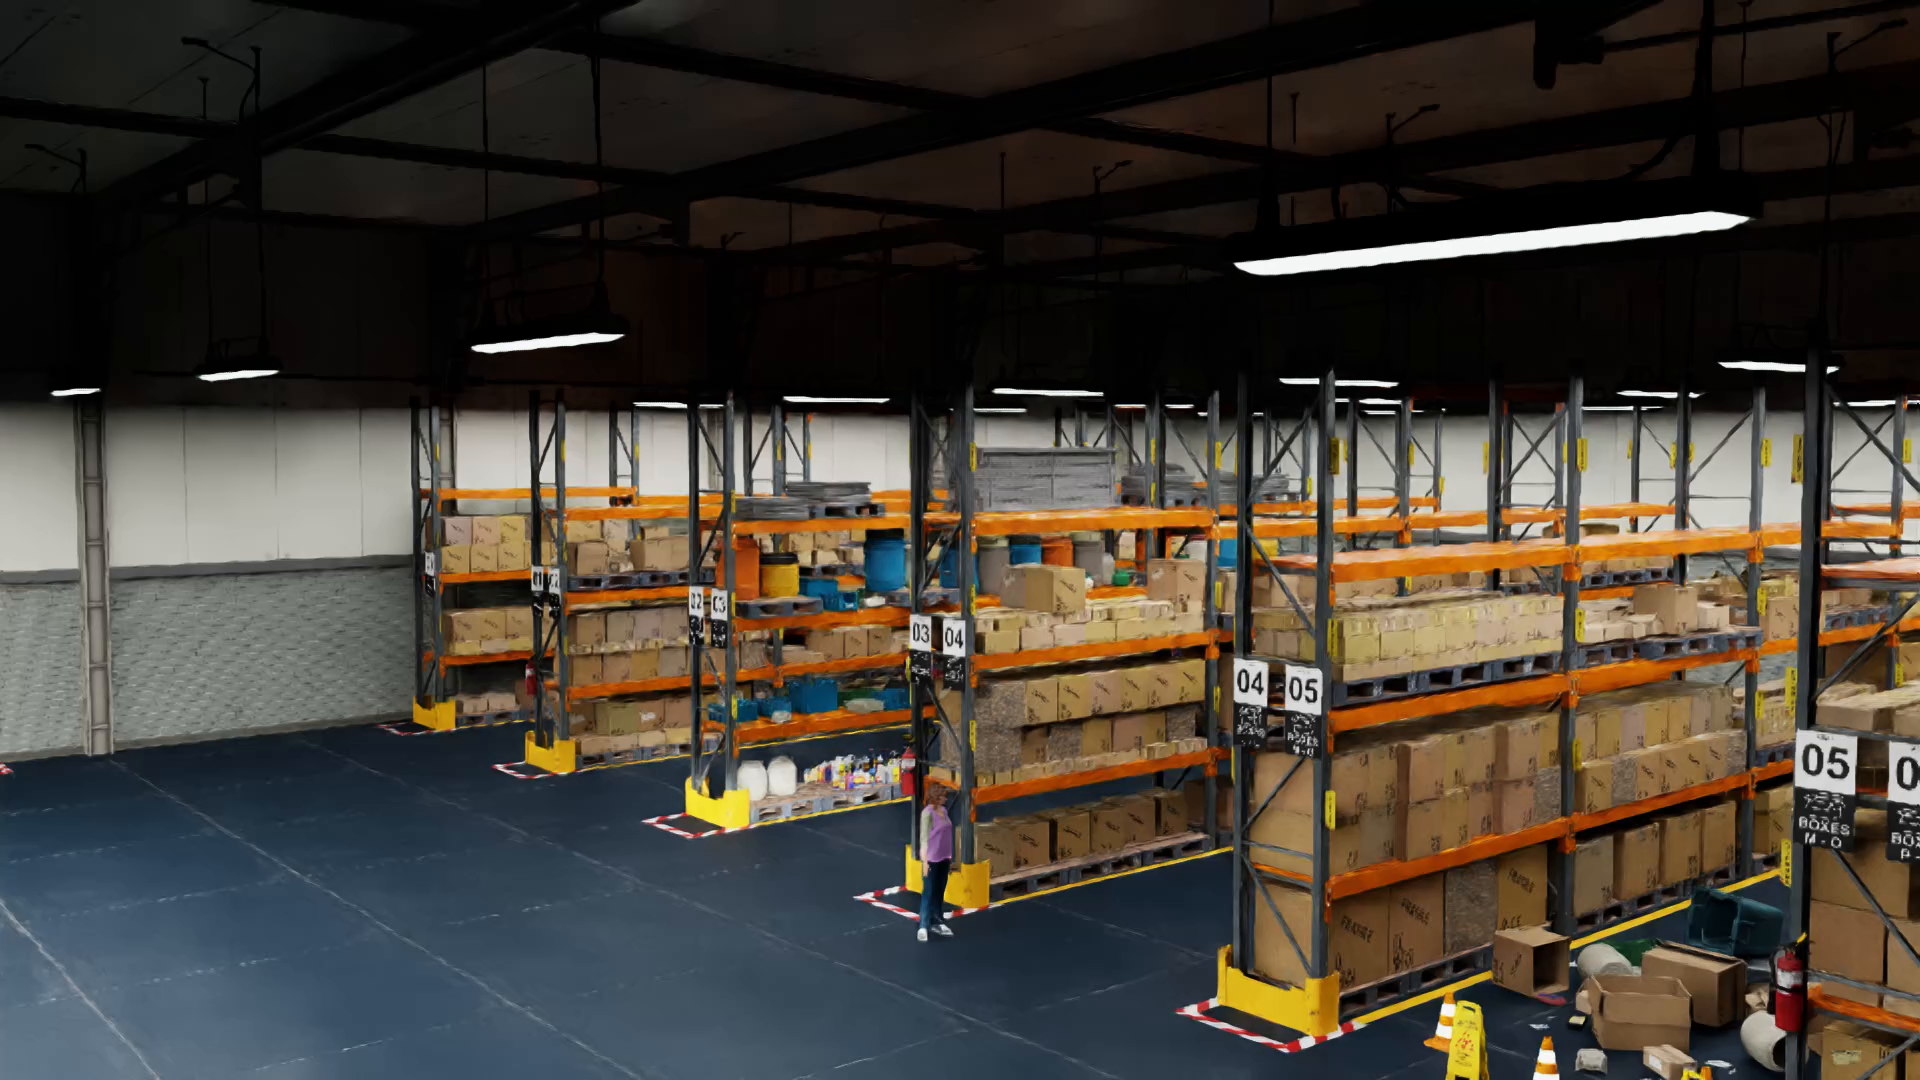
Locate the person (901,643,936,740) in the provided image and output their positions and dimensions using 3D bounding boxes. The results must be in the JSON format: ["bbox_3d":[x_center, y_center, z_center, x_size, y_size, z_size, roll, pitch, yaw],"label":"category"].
[{"bbox_3d":[-0.751,2.601,28.916,0.598,1.690,1.094,3,4,41],"label":"person"}]

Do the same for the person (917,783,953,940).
[{"bbox_3d":[-0.264,3.330,17.309,0.321,1.605,0.491,3,4,37],"label":"person"}]
